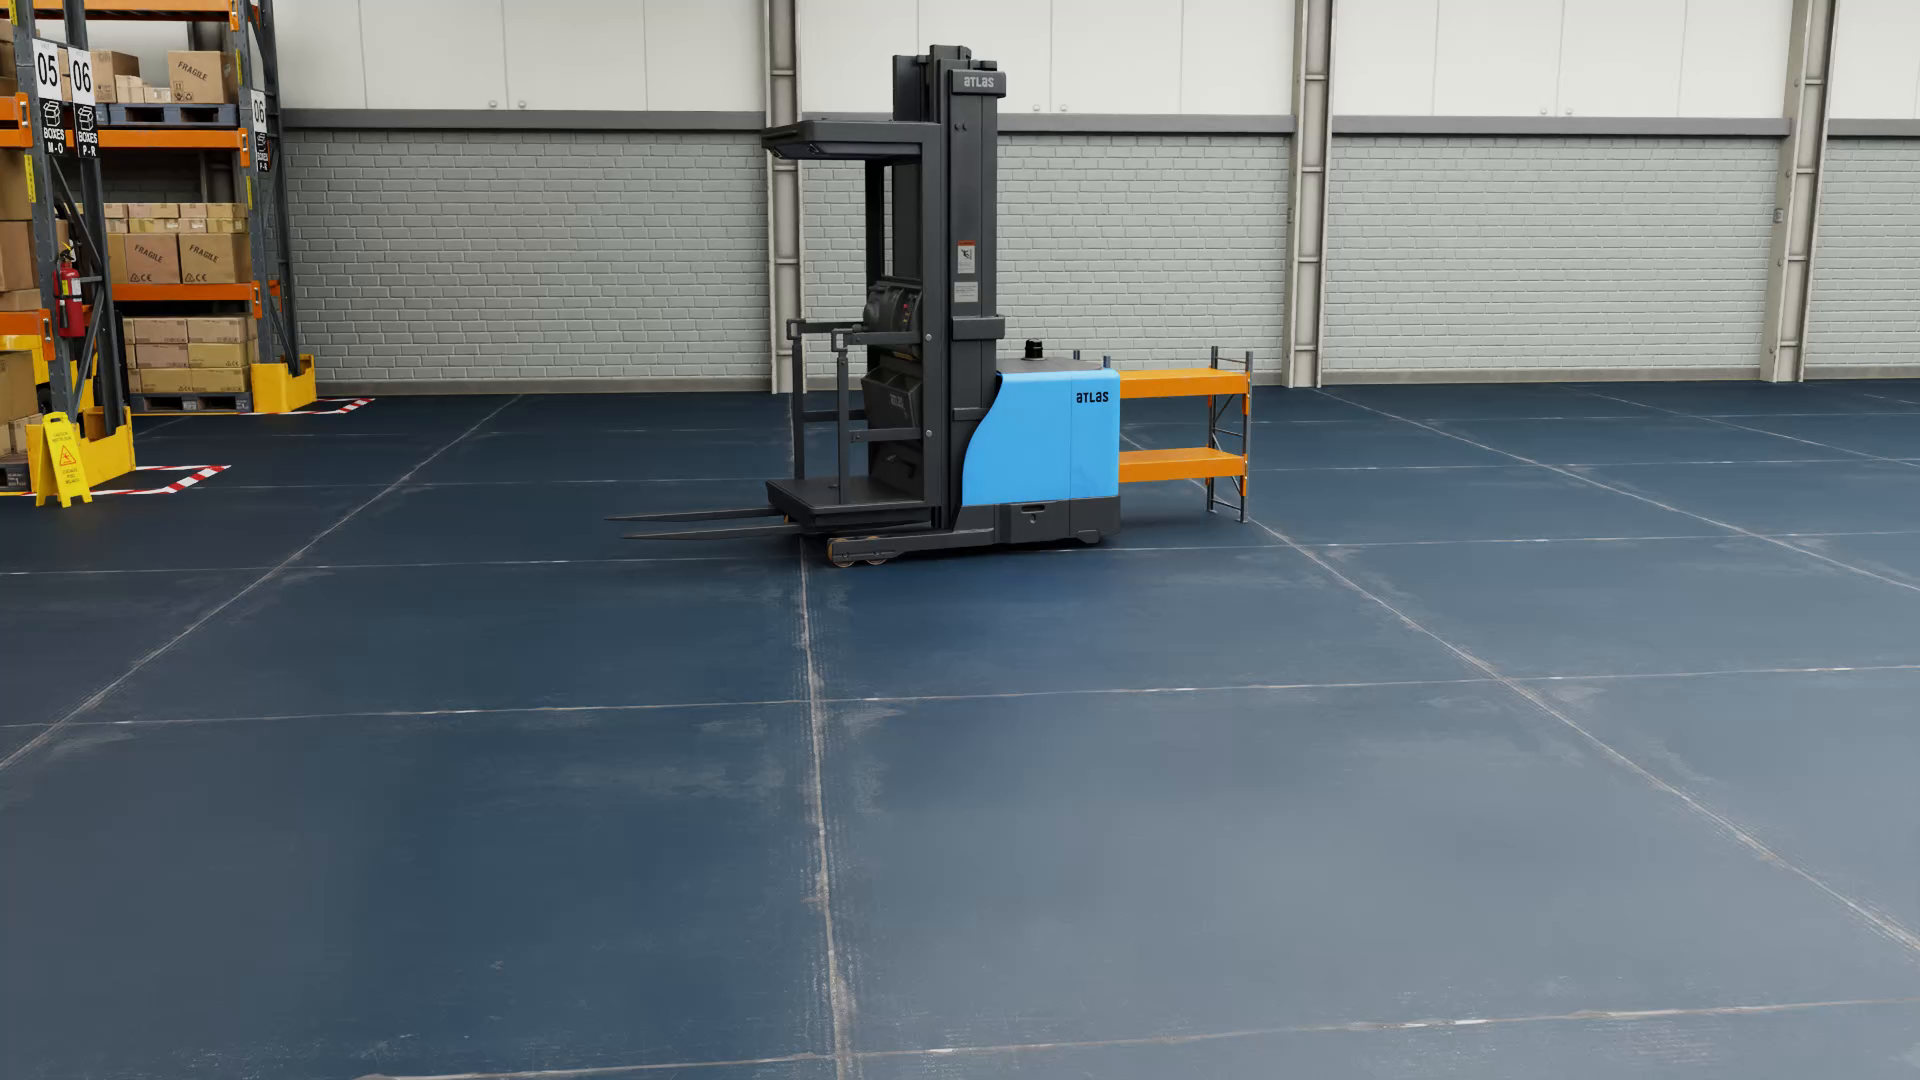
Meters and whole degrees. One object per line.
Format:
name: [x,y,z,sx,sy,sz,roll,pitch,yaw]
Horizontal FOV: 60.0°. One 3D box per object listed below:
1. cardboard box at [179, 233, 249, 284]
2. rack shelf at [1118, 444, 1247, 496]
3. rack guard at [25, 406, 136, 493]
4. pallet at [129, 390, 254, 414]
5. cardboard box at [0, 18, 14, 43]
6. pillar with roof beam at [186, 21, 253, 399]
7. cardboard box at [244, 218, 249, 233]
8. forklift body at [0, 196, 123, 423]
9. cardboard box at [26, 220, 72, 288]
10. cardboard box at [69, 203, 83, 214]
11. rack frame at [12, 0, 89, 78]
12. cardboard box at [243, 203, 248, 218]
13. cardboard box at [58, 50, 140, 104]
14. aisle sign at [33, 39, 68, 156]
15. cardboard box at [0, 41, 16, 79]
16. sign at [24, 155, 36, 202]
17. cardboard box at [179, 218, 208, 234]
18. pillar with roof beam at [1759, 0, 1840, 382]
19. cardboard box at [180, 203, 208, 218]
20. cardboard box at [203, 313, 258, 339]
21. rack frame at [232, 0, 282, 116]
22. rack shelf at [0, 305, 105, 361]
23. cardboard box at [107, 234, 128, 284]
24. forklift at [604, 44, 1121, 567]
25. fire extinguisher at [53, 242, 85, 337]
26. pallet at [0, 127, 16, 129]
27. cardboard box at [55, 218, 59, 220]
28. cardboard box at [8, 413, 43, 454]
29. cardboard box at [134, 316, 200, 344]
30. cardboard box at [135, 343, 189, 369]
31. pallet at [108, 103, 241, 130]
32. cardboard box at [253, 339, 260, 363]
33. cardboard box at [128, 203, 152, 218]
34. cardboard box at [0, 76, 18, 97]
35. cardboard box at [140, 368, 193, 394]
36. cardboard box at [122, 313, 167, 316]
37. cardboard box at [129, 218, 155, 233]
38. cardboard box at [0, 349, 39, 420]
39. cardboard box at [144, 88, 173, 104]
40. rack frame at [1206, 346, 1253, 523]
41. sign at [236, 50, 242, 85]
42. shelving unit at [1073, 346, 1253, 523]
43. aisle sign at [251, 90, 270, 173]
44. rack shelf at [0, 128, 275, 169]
cardboard box: [-7.583,-2.866,16.912,0.500,0.500,0.500,-1,11,-7]
rack shelf: [1.316,-0.436,10.937,1.000,0.278,0.538,-4,12,-20]
rack guard: [-6.658,-0.698,12.621,0.348,0.500,1.175,-1,11,-6]
pallet: [-7.878,-1.486,17.377,1.213,0.211,1.003,-1,11,-6]
cardboard box: [-6.887,-3.602,11.722,0.250,0.149,0.380,-1,11,-6]
pillar with roof beam: [-7.447,-5.154,13.257,0.400,9.000,9.100,-1,11,-6]
cardboard box: [-7.487,-3.288,17.375,0.250,0.149,0.380,-1,11,-8]
forklift body: [-8.810,-2.072,15.331,1.214,2.155,2.313,-1,11,-6]
cardboard box: [-7.083,-2.164,12.570,0.500,0.500,0.500,-1,11,-7]
cardboard box: [-8.713,-3.297,16.652,0.250,0.149,0.380,-1,11,-5]
rack frame: [-6.582,-4.870,11.809,0.127,3.000,1.000,-1,11,-6]
cardboard box: [-7.479,-3.425,17.302,0.250,0.149,0.380,-1,11,-7]
cardboard box: [-8.565,-4.596,16.585,0.500,0.500,0.700,-1,11,-6]
aisle sign: [-6.489,-3.147,11.861,0.004,0.787,0.394,-1,11,-6]
cardboard box: [-7.062,-3.408,11.768,0.500,0.250,0.500,-1,11,-7]
sign: [-6.542,-2.542,11.702,0.005,0.325,0.100,-1,11,-6]
cardboard box: [-7.687,-3.173,16.791,0.250,0.149,0.380,-1,11,-5]
pillar with roof beam: [10.448,-5.529,15.164,0.400,9.000,9.100,-1,11,-6]
cardboard box: [-7.697,-3.332,16.829,0.250,0.149,0.380,-1,11,-6]
cardboard box: [-7.620,-2.251,17.492,0.500,0.250,0.500,-1,11,-7]
rack frame: [-7.122,-5.821,16.651,0.127,3.000,1.000,-1,11,-6]
rack shelf: [-8.571,-1.531,12.246,4.000,0.370,1.077,-1,11,-6]
cardboard box: [-8.609,-2.846,16.811,0.500,0.500,0.500,-1,11,-7]
forklift: [-0.588,-1.396,9.870,3.031,2.935,1.130,-4,12,-20]
fire extinguisher: [-6.419,-1.802,11.958,0.183,0.674,0.296,-1,11,-6]
pallet: [-10.254,-4.245,16.641,1.213,0.211,1.003,-1,11,-6]
cardboard box: [-8.967,-3.165,16.749,0.250,0.149,0.380,-1,11,-6]
cardboard box: [-7.414,-0.819,12.797,0.500,0.250,0.500,-1,11,-7]
cardboard box: [-8.053,-2.144,16.945,0.500,0.250,0.500,-1,11,-5]
cardboard box: [-8.072,-1.901,17.007,0.500,0.250,0.500,-1,11,-7]
pallet: [-7.828,-4.296,16.899,1.213,0.211,1.003,-1,11,-6]
cardboard box: [-7.612,-2.010,17.559,0.500,0.250,0.500,-1,11,-5]
cardboard box: [-8.210,-3.330,16.821,0.250,0.149,0.380,-1,11,-6]
cardboard box: [-6.907,-3.213,11.812,0.250,0.149,0.380,-1,11,-6]
cardboard box: [-8.051,-1.656,17.053,0.500,0.250,0.500,-1,11,-6]
cardboard box: [-8.615,-2.232,17.393,0.500,0.250,0.500,-1,11,-6]
cardboard box: [-8.200,-3.176,16.808,0.250,0.149,0.380,-1,11,-6]
cardboard box: [-7.438,-1.186,12.722,0.500,0.500,0.500,-2,11,-8]
cardboard box: [-7.913,-4.406,16.530,0.250,0.149,0.380,-2,11,-8]
rack frame: [1.791,-0.710,11.066,0.032,1.125,0.500,-4,12,-20]
sign: [-7.077,-4.641,16.332,0.005,0.325,0.100,-1,11,-6]
shelving unit: [1.316,-0.676,10.890,1.048,1.125,0.538,-4,12,-20]
aisle sign: [-7.025,-4.098,16.699,0.004,0.787,0.394,-1,11,-6]
rack shelf: [-9.110,-3.955,16.798,4.000,0.370,1.077,-1,11,-6]
